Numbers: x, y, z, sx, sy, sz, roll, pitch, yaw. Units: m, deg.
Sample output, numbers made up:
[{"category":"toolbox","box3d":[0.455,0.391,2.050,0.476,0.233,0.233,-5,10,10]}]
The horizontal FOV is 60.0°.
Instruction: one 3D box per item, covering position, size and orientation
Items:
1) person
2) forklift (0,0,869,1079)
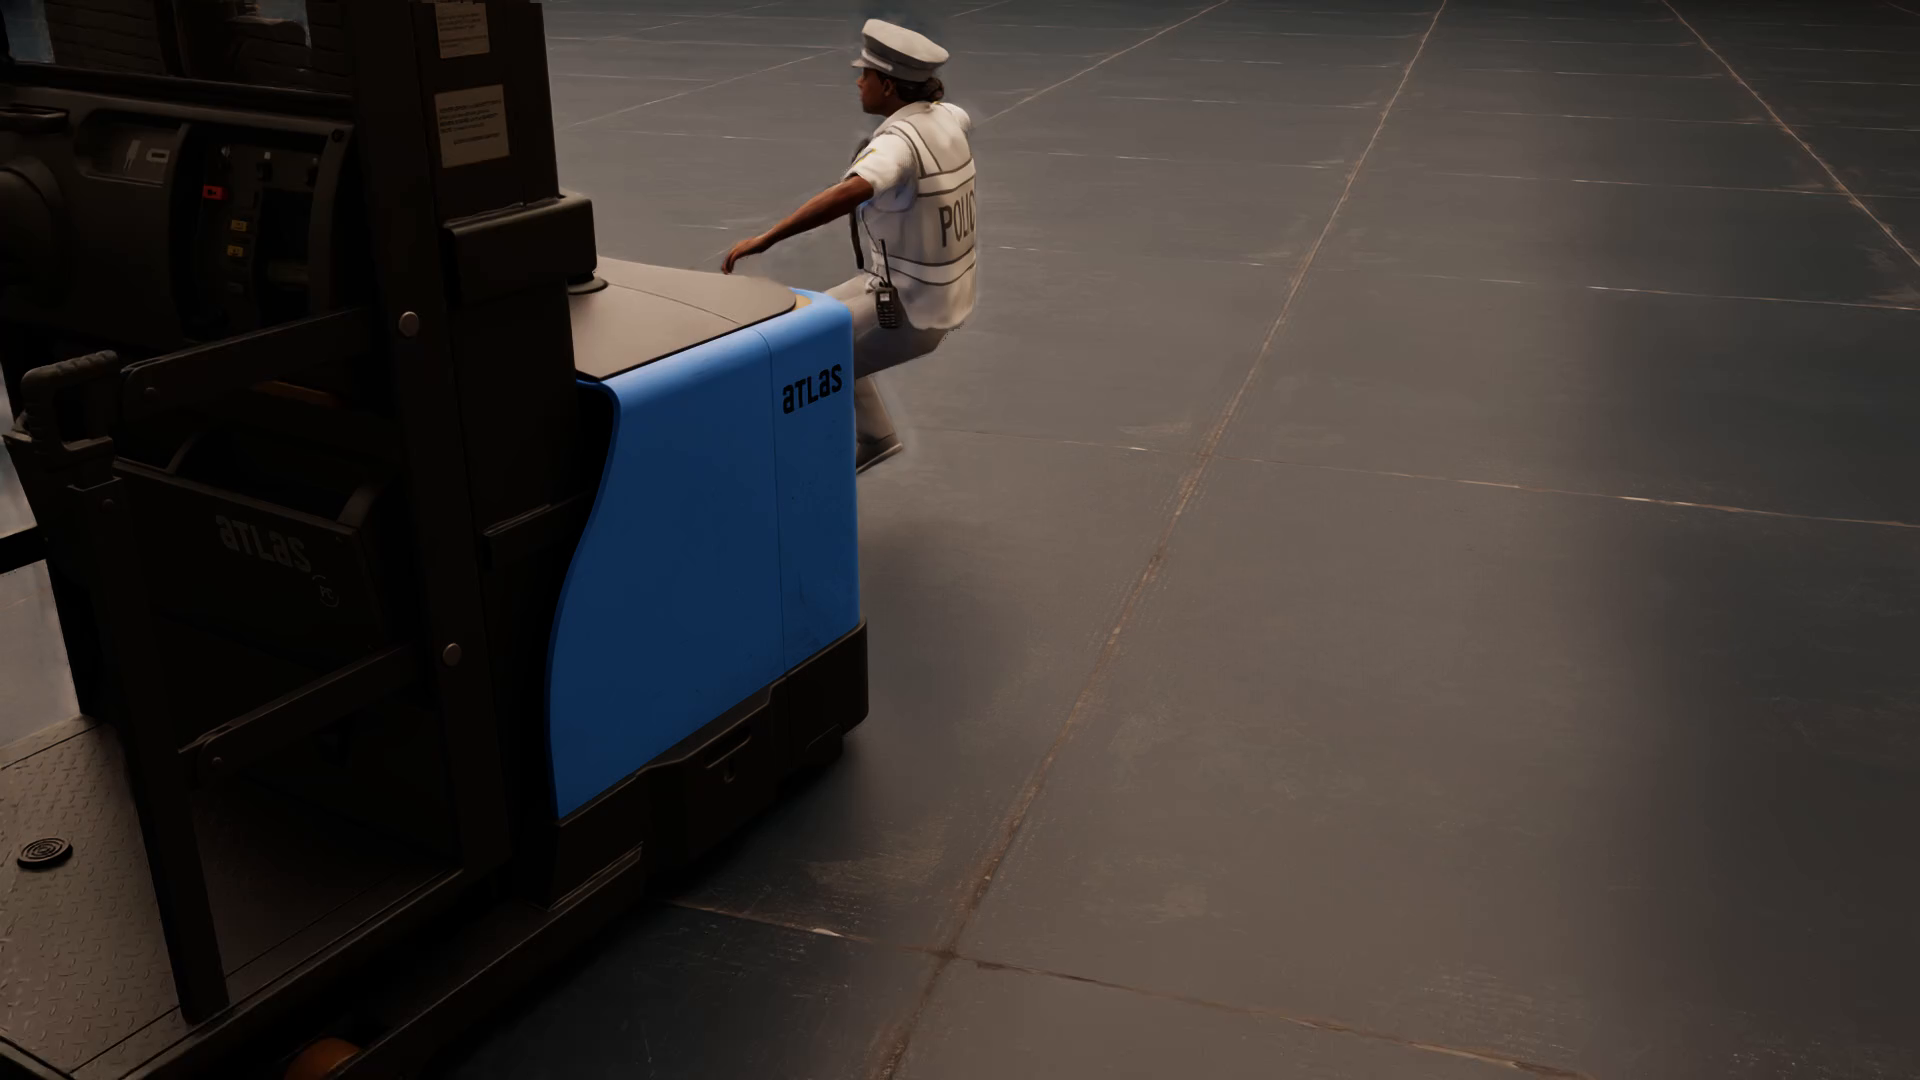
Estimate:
[{"category":"person","box3d":[-0.355,-0.769,4.912,0.783,1.490,1.073,7,24,17]},{"category":"forklift","box3d":[-1.409,-0.504,2.501,1.130,2.935,3.031,13,26,29]}]
